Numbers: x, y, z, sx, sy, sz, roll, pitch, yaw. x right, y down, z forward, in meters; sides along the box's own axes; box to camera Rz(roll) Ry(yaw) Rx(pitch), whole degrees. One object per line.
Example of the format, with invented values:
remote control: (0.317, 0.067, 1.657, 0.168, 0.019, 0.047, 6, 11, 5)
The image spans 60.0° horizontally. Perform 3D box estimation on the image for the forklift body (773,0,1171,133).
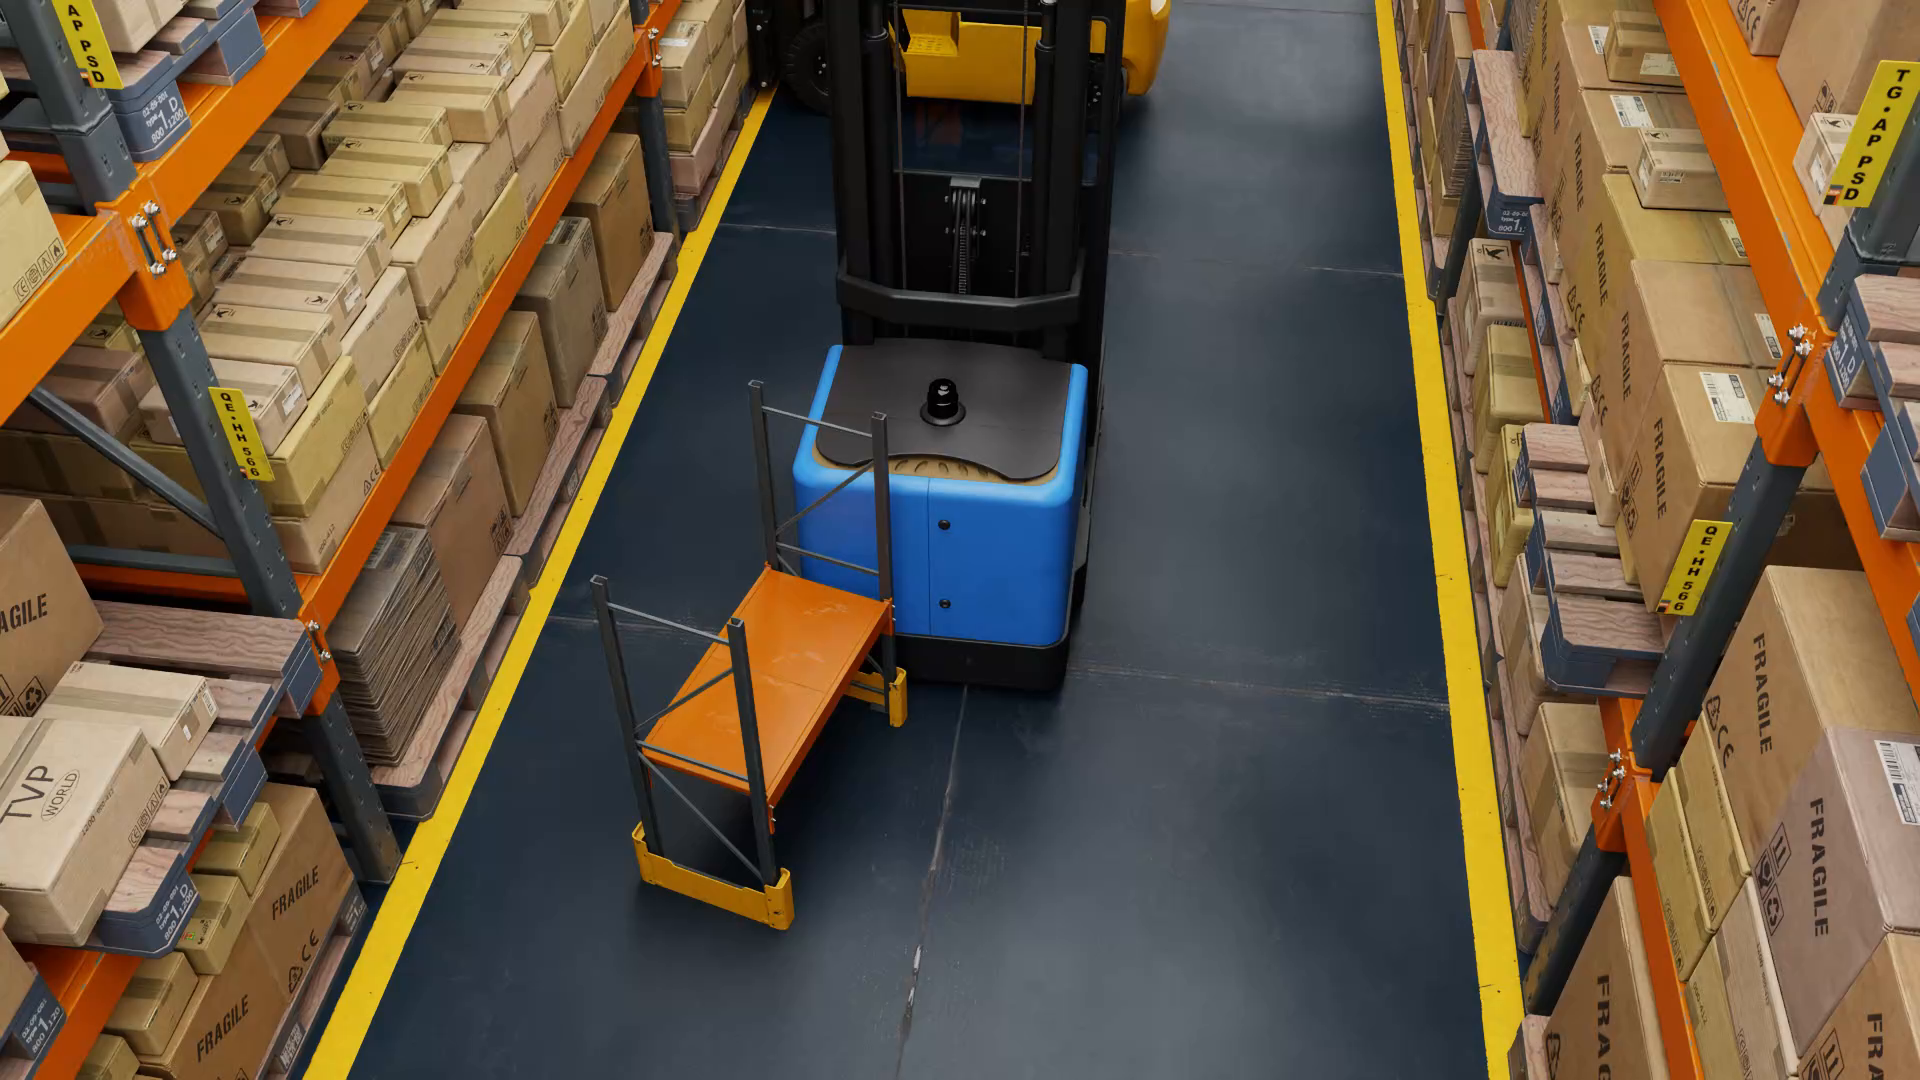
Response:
forklift body: (0.092, -3.626, 9.516, 2.313, 2.155, 1.214, 5, 44, 6)

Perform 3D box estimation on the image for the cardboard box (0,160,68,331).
cardboard box: (-2.350, -0.604, 3.633, 0.500, 0.250, 0.500, 4, 44, 4)

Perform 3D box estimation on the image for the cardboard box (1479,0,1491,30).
cardboard box: (2.693, -2.544, 7.938, 0.380, 0.149, 0.250, 6, 44, 6)

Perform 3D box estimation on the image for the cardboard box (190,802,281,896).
cardboard box: (-2.337, 0.939, 5.118, 0.380, 0.149, 0.250, 3, 44, 3)

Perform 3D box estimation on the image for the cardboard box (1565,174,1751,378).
cardboard box: (2.305, -0.821, 5.341, 0.500, 0.500, 0.500, 3, 43, 3)

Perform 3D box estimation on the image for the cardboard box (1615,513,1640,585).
cardboard box: (2.171, 0.013, 4.932, 0.380, 0.149, 0.250, 6, 44, 6)

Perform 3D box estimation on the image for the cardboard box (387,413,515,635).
cardboard box: (-2.348, -0.101, 6.596, 0.875, 0.625, 0.625, 7, 44, 7)

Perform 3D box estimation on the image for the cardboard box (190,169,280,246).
cardboard box: (-2.587, -1.157, 5.745, 0.380, 0.149, 0.250, 5, 44, 5)

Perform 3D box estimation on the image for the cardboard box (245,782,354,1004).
cardboard box: (-2.366, 1.122, 5.396, 0.500, 0.500, 0.500, 6, 44, 7)

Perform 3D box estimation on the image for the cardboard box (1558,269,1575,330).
cardboard box: (2.334, -0.861, 5.855, 0.380, 0.149, 0.250, 4, 44, 4)

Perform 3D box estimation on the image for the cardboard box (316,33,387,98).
cardboard box: (-2.474, -1.854, 6.482, 0.380, 0.149, 0.250, 5, 44, 5)

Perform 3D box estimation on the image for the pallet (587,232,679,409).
pallet: (-2.053, -1.149, 8.309, 1.003, 0.211, 1.213, 5, 44, 6)

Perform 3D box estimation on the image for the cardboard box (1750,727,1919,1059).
cardboard box: (2.034, 0.761, 3.464, 0.500, 0.500, 0.500, 5, 44, 6)

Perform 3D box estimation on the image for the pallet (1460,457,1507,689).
pallet: (2.666, 0.159, 6.928, 1.003, 0.211, 1.213, 5, 44, 6)

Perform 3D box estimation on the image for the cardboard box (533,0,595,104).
cardboard box: (-1.867, -2.085, 7.015, 0.500, 0.250, 0.500, 4, 44, 4)

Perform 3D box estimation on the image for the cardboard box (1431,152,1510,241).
cardboard box: (2.738, -1.799, 8.663, 0.500, 0.250, 0.500, 7, 44, 7)

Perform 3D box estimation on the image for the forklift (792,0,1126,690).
forklift: (0.083, -1.494, 6.696, 1.130, 2.935, 3.031, 5, 44, 5)

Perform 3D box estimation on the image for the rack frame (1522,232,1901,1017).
rack frame: (2.398, 0.508, 4.532, 1.000, 3.000, 0.127, 5, 44, 6)

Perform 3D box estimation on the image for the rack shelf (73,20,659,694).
rack shelf: (-2.259, -1.042, 6.692, 1.077, 0.370, 4.000, 5, 44, 6)

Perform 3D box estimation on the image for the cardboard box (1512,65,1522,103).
cardboard box: (2.540, -1.931, 6.985, 0.380, 0.149, 0.250, 6, 44, 6)

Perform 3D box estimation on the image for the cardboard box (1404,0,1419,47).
cardboard box: (3.000, -3.226, 10.170, 0.500, 0.250, 0.500, 7, 44, 7)

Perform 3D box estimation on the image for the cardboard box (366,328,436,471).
cardboard box: (-2.151, -0.509, 5.715, 0.500, 0.250, 0.500, 4, 44, 5)

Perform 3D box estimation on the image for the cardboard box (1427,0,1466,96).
cardboard box: (2.870, -2.767, 9.139, 0.500, 0.500, 0.500, 7, 44, 8)

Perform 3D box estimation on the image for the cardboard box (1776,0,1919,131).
cardboard box: (2.533, -1.263, 4.147, 0.700, 0.500, 0.500, 5, 44, 6)

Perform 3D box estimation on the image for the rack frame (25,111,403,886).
rack frame: (-2.523, 0.059, 5.006, 1.000, 3.000, 0.127, 5, 44, 6)

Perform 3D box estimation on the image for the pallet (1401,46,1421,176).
pallet: (3.139, -2.500, 9.737, 1.003, 0.211, 1.213, 5, 44, 6)

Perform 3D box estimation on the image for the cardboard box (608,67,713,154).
cardboard box: (-1.624, -2.304, 8.832, 0.500, 0.250, 0.500, 5, 44, 5)

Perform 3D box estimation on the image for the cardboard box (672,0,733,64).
cardboard box: (-1.542, -2.833, 9.027, 0.500, 0.250, 0.500, 5, 44, 6)

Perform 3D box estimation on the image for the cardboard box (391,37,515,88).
cardboard box: (-1.959, -1.812, 6.438, 0.380, 0.149, 0.250, 6, 44, 6)

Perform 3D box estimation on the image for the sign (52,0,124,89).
sign: (-1.985, -1.167, 3.743, 0.100, 0.325, 0.005, 5, 44, 6)

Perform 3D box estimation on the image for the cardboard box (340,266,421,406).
cardboard box: (-2.155, -0.689, 5.542, 0.500, 0.250, 0.500, 7, 44, 7)

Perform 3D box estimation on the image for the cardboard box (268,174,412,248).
cardboard box: (-2.121, -1.116, 5.702, 0.380, 0.149, 0.250, 6, 44, 6)

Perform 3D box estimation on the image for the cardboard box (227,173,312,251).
cardboard box: (-2.604, -1.089, 5.964, 0.500, 0.250, 0.500, 5, 44, 5)

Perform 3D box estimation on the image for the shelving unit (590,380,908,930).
shelving unit: (-0.675, 0.404, 5.733, 0.587, 1.500, 1.083, 16, 46, 16)

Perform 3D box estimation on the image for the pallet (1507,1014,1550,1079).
pallet: (2.219, 2.051, 4.930, 1.003, 0.211, 1.213, 5, 44, 6)

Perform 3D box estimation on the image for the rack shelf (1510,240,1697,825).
rack shelf: (2.662, -0.594, 6.219, 1.077, 0.370, 4.000, 5, 44, 6)

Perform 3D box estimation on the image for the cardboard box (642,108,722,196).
cardboard box: (-1.602, -2.120, 9.002, 0.500, 0.250, 0.500, 6, 44, 6)

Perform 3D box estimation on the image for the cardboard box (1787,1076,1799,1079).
cardboard box: (1.938, 1.394, 3.341, 0.500, 0.250, 0.500, 5, 44, 5)

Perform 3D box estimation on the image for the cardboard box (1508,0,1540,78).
cardboard box: (2.580, -2.221, 6.820, 0.500, 0.500, 0.500, 6, 44, 7)

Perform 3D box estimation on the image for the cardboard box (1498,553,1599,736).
cardboard box: (2.572, 0.422, 6.229, 0.950, 0.372, 0.625, 4, 44, 5)

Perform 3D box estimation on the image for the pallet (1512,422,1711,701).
pallet: (2.386, 0.082, 5.121, 1.213, 0.211, 1.003, 5, 44, 6)

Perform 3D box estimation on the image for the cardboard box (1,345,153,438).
cardboard box: (-2.681, -0.453, 5.002, 0.380, 0.149, 0.250, 7, 44, 7)

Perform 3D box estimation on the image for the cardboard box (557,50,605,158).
cardboard box: (-1.862, -1.902, 7.186, 0.500, 0.250, 0.500, 5, 44, 5)

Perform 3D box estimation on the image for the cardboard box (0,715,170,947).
cardboard box: (-2.342, 0.710, 4.122, 0.500, 0.250, 0.500, 3, 44, 4)

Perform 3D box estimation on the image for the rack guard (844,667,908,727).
rack guard: (-0.487, 0.541, 6.497, 0.587, 0.250, 0.087, 16, 46, 16)

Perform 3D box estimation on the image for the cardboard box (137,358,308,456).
cardboard box: (-2.189, -0.403, 4.949, 0.380, 0.149, 0.250, 6, 44, 7)
